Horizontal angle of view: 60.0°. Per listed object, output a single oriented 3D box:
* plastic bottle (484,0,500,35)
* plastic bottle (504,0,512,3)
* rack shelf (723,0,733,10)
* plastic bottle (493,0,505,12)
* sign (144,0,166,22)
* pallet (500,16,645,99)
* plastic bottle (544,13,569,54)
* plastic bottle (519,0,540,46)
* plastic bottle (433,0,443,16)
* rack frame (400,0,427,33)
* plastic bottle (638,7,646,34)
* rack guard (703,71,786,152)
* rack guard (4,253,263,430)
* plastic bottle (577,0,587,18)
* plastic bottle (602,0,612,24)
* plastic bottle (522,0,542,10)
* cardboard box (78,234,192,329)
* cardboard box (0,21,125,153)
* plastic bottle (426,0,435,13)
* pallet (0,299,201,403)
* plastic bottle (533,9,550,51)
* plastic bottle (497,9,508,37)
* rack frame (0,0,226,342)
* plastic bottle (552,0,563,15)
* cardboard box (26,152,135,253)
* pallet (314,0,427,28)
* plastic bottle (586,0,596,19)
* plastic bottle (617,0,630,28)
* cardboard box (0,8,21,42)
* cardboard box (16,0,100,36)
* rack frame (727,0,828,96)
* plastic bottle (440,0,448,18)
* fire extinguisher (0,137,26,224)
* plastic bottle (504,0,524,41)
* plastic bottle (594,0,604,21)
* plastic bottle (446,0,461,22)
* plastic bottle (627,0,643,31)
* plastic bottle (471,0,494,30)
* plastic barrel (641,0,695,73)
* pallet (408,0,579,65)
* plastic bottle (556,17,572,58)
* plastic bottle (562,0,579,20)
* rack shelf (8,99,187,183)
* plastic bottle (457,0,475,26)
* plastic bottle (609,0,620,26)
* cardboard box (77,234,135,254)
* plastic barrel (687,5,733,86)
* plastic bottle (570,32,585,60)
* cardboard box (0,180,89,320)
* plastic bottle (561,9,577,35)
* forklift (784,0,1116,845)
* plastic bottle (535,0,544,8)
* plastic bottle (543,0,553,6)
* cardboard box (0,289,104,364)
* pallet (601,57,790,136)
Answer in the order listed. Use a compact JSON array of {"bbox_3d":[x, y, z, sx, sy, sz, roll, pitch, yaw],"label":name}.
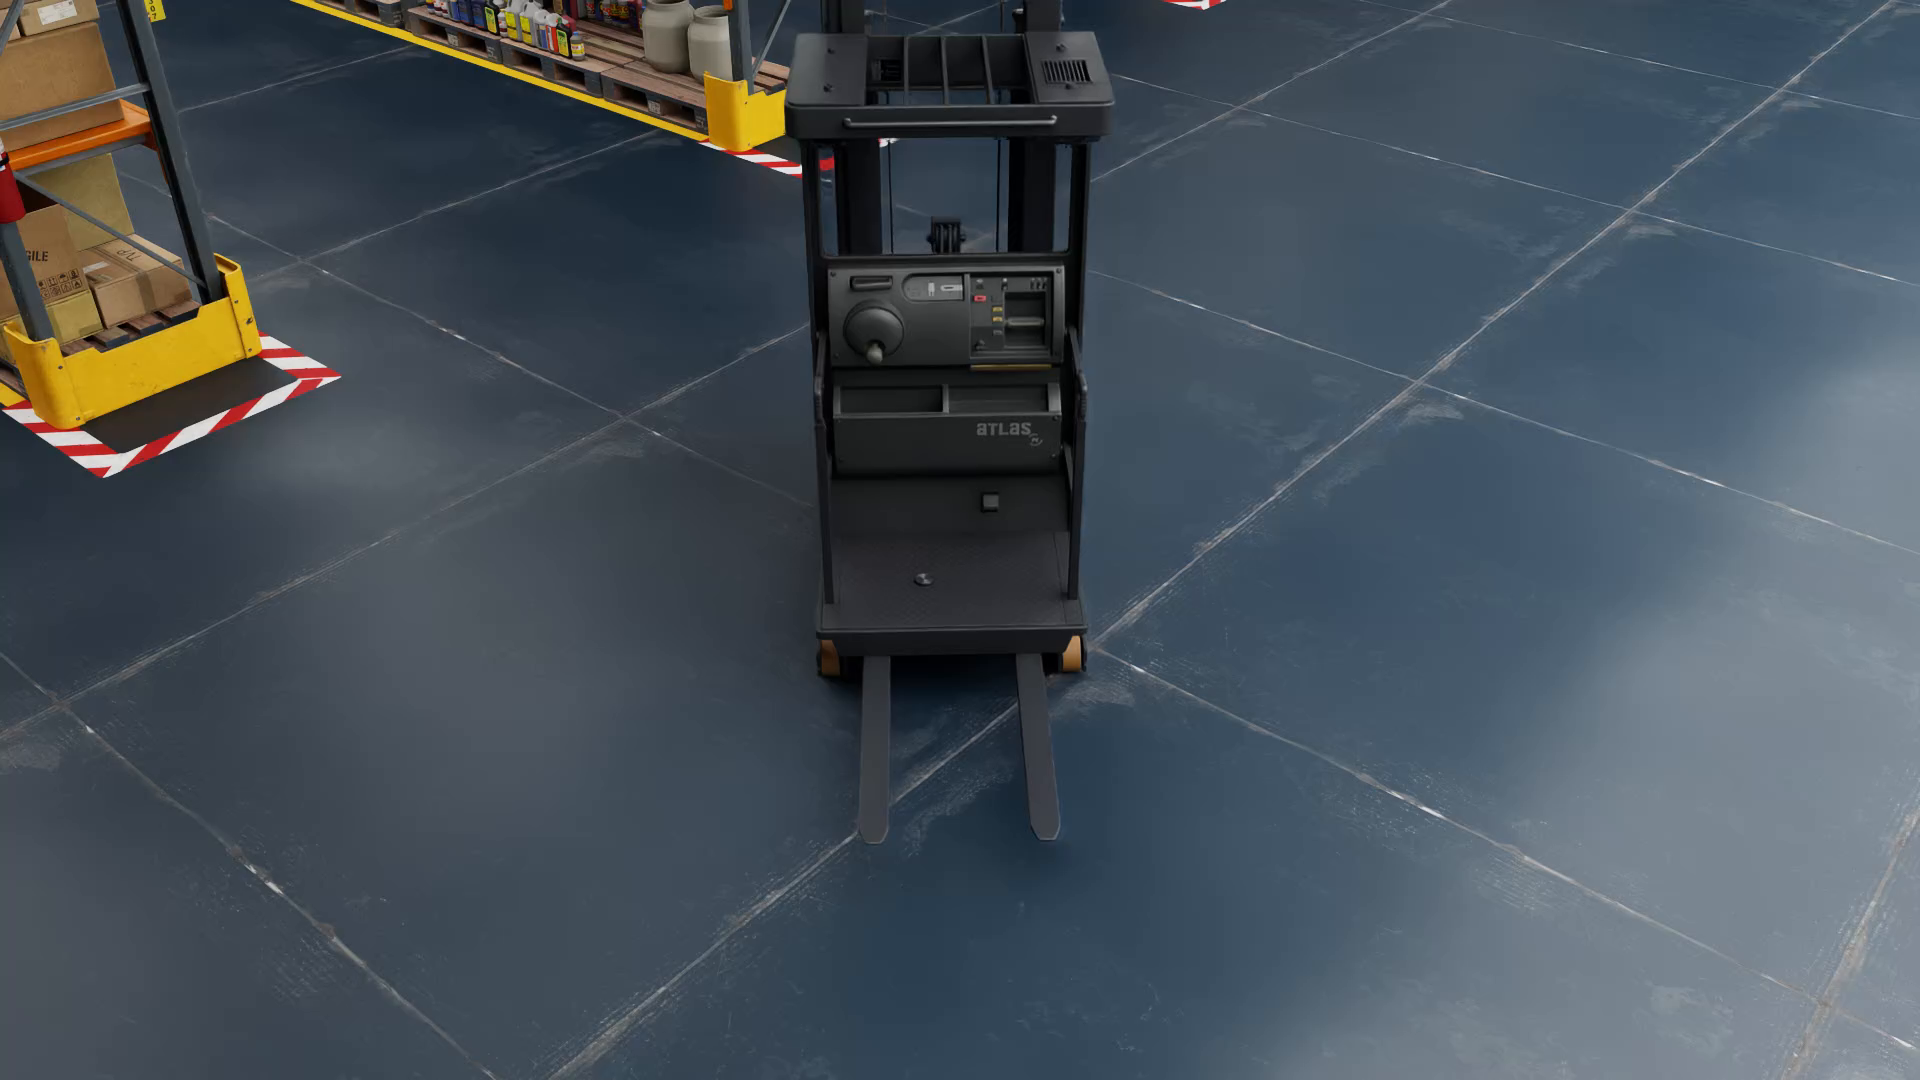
[{"bbox_3d":[-3.699,-4.159,13.167,0.133,0.283,0.061,27,43,34],"label":"plastic bottle"},{"bbox_3d":[-3.712,-4.636,13.802,0.185,0.351,0.144,25,42,32],"label":"plastic bottle"},{"bbox_3d":[-2.762,-4.696,12.573,4.000,0.370,1.077,25,42,32],"label":"rack shelf"},{"bbox_3d":[-3.662,-4.195,13.230,0.097,0.271,0.097,0,34,0],"label":"plastic bottle"},{"bbox_3d":[-4.038,-2.743,8.260,0.005,0.325,0.100,25,42,32],"label":"sign"},{"bbox_3d":[-2.868,-3.864,13.190,1.213,0.211,1.003,25,42,32],"label":"pallet"},{"bbox_3d":[-3.093,-3.904,12.803,0.135,0.276,0.152,26,42,32],"label":"plastic bottle"},{"bbox_3d":[-3.330,-4.043,12.939,0.185,0.351,0.144,27,43,34],"label":"plastic bottle"},{"bbox_3d":[-4.257,-4.402,13.593,0.097,0.201,0.097,0,34,0],"label":"plastic bottle"},{"bbox_3d":[-4.299,-5.717,13.425,0.127,3.000,1.000,25,42,32],"label":"rack frame"},{"bbox_3d":[-2.499,-4.125,13.191,0.097,0.201,0.097,0,34,0],"label":"plastic bottle"},{"bbox_3d":[-1.314,-3.244,12.033,0.348,0.500,1.175,25,42,32],"label":"rack guard"},{"bbox_3d":[-4.379,-1.075,8.874,0.348,0.500,1.175,25,42,32],"label":"rack guard"},{"bbox_3d":[-3.102,-4.420,13.554,0.135,0.276,0.152,26,42,33],"label":"plastic bottle"},{"bbox_3d":[-2.836,-4.284,13.422,0.097,0.201,0.097,0,34,0],"label":"plastic bottle"},{"bbox_3d":[-3.397,-4.154,13.166,0.135,0.276,0.152,25,42,32],"label":"plastic bottle"},{"bbox_3d":[-4.667,-1.445,9.262,0.500,0.250,0.500,25,42,32],"label":"cardboard box"},{"bbox_3d":[-4.748,-2.330,8.405,0.500,0.500,0.700,25,42,32],"label":"cardboard box"},{"bbox_3d":[-4.335,-4.467,13.627,0.097,0.271,0.097,0,34,0],"label":"plastic bottle"},{"bbox_3d":[-5.012,-1.224,9.345,1.213,0.211,1.003,25,42,32],"label":"pallet"},{"bbox_3d":[-3.200,-3.954,12.876,0.135,0.276,0.152,24,41,31],"label":"plastic bottle"},{"bbox_3d":[-3.597,-4.091,13.140,0.097,0.201,0.097,0,34,0],"label":"plastic bottle"},{"bbox_3d":[-4.397,-2.114,8.179,0.127,3.000,1.000,25,42,32],"label":"rack frame"},{"bbox_3d":[-3.270,-4.430,13.562,0.133,0.283,0.061,25,42,32],"label":"plastic bottle"},{"bbox_3d":[-5.053,-1.934,9.312,0.500,0.500,0.500,25,42,32],"label":"cardboard box"},{"bbox_3d":[-4.928,-4.835,14.604,1.213,0.211,1.003,25,42,32],"label":"pallet"},{"bbox_3d":[-2.993,-4.359,13.530,0.097,0.201,0.097,0,34,0],"label":"plastic bottle"},{"bbox_3d":[-2.682,-4.241,13.297,0.097,0.271,0.097,0,34,0],"label":"plastic bottle"},{"bbox_3d":[-4.813,-2.478,8.048,0.250,0.149,0.380,24,41,31],"label":"cardboard box"},{"bbox_3d":[-4.561,-2.659,8.310,0.250,0.149,0.380,25,42,32],"label":"cardboard box"},{"bbox_3d":[-1.225,-4.268,11.315,0.127,3.000,1.000,25,42,32],"label":"rack frame"},{"bbox_3d":[-4.178,-4.365,13.539,0.097,0.201,0.097,0,34,0],"label":"plastic bottle"},{"bbox_3d":[-4.604,-1.837,7.844,0.183,0.674,0.296,25,42,32],"label":"fire extinguisher"},{"bbox_3d":[-3.473,-4.111,13.038,0.185,0.351,0.144,25,42,31],"label":"plastic bottle"},{"bbox_3d":[-2.915,-4.351,13.457,0.097,0.271,0.097,0,34,0],"label":"plastic bottle"},{"bbox_3d":[-4.069,-4.364,13.472,0.135,0.276,0.152,27,43,33],"label":"plastic bottle"},{"bbox_3d":[-2.581,-4.212,13.244,0.133,0.283,0.061,26,42,33],"label":"plastic bottle"},{"bbox_3d":[-3.799,-4.265,13.262,0.185,0.351,0.144,23,41,30],"label":"plastic bottle"},{"bbox_3d":[-2.165,-3.802,12.463,0.421,0.512,0.421,0,34,0],"label":"plastic barrel"},{"bbox_3d":[-3.810,-4.306,13.833,1.213,0.211,1.003,25,42,32],"label":"pallet"},{"bbox_3d":[-3.018,-3.838,12.700,0.133,0.283,0.061,26,42,33],"label":"plastic bottle"},{"bbox_3d":[-3.169,-4.377,13.484,0.133,0.283,0.061,25,42,32],"label":"plastic bottle"},{"bbox_3d":[-5.934,-2.542,9.437,4.000,0.370,1.077,25,42,32],"label":"rack shelf"},{"bbox_3d":[-3.944,-4.333,13.361,0.185,0.351,0.144,26,42,33],"label":"plastic bottle"},{"bbox_3d":[-2.759,-4.277,13.350,0.097,0.271,0.097,0,34,0],"label":"plastic bottle"},{"bbox_3d":[-5.054,-1.624,9.523,0.500,0.250,0.500,25,42,32],"label":"cardboard box"},{"bbox_3d":[-1.780,-3.621,12.199,0.421,0.512,0.421,0,34,0],"label":"plastic barrel"},{"bbox_3d":[-2.917,-3.770,12.673,0.097,0.201,0.097,0,34,0],"label":"plastic bottle"},{"bbox_3d":[-5.000,-1.528,8.720,0.500,0.500,0.500,25,42,32],"label":"cardboard box"},{"bbox_3d":[-3.026,-3.954,12.868,0.133,0.283,0.061,25,42,32],"label":"plastic bottle"},{"bbox_3d":[-0.044,-0.825,6.363,1.130,2.935,3.031,-1,34,-1],"label":"forklift"},{"bbox_3d":[-3.548,-4.524,13.706,0.135,0.276,0.152,25,42,32],"label":"plastic bottle"},{"bbox_3d":[-3.472,-4.629,13.792,0.185,0.351,0.144,23,41,30],"label":"plastic bottle"},{"bbox_3d":[-4.998,-1.220,8.934,0.500,0.250,0.500,25,42,32],"label":"cardboard box"},{"bbox_3d":[-1.935,-3.422,12.546,1.213,0.211,1.003,25,42,32],"label":"pallet"}]
